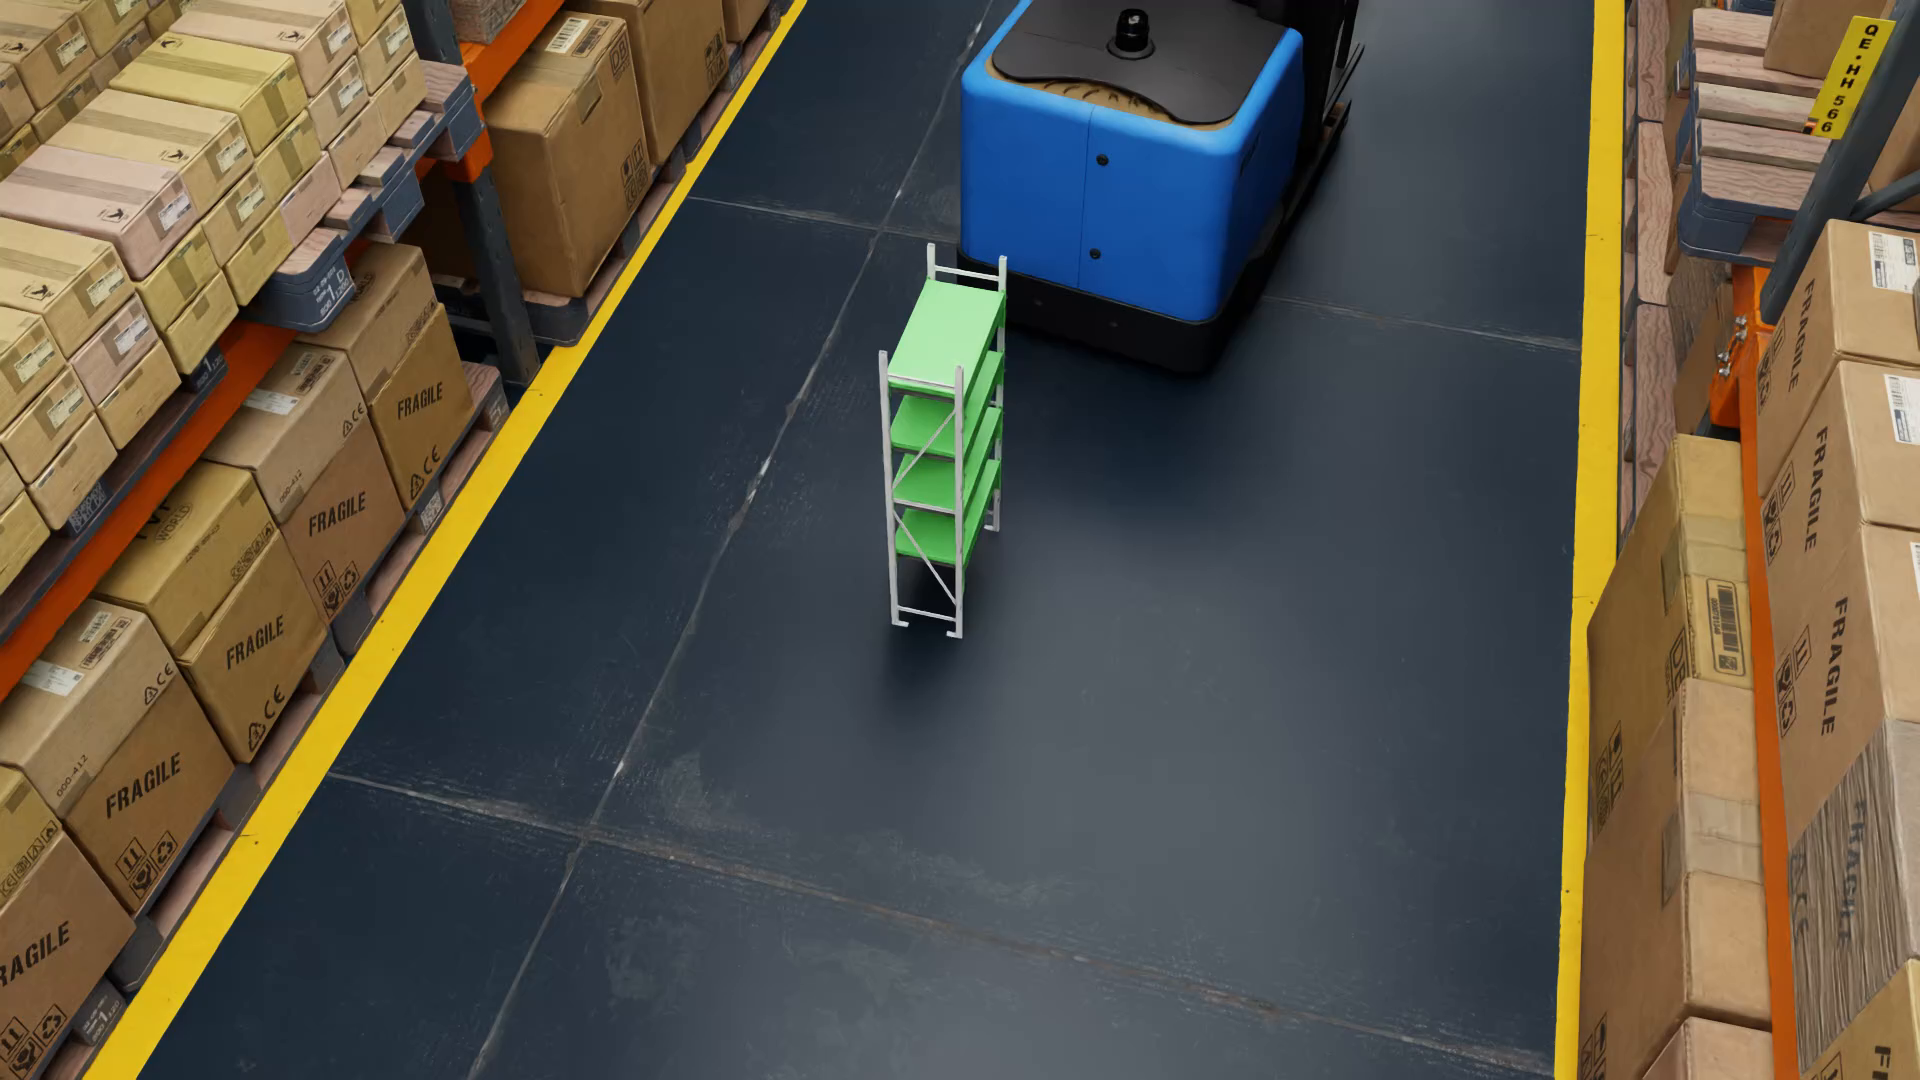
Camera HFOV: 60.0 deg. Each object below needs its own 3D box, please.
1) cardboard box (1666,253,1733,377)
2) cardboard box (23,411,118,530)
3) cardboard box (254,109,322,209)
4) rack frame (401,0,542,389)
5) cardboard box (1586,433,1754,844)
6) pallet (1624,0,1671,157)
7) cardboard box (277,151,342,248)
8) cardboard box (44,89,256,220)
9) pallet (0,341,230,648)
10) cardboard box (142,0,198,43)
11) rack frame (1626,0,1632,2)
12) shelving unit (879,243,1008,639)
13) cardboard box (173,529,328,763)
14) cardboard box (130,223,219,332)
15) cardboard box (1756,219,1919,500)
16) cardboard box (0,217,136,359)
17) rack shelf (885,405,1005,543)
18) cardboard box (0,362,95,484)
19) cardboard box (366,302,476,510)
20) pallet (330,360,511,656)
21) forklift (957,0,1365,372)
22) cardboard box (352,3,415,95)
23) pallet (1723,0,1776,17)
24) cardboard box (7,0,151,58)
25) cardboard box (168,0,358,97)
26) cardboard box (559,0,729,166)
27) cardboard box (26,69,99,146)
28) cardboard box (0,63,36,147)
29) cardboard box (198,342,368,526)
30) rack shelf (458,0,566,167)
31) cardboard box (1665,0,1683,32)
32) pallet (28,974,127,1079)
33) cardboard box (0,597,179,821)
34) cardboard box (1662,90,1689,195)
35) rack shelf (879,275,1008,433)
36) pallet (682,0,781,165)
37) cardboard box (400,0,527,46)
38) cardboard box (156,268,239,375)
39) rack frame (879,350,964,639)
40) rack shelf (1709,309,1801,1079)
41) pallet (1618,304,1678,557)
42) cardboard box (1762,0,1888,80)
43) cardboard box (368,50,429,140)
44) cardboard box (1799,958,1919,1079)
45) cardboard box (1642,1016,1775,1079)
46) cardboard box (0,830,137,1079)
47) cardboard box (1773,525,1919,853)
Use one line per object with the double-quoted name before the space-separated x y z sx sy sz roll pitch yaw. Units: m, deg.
"cardboard box" 2.960 -0.863 5.885 0.700 0.500 0.500 8 49 7
"cardboard box" -2.187 -0.188 3.803 0.380 0.149 0.250 10 49 8
"cardboard box" -1.916 -1.027 4.345 0.380 0.149 0.250 13 50 11
"rack frame" -2.090 -1.705 5.254 1.000 3.000 0.127 12 50 10
"cardboard box" 2.467 0.406 4.528 1.225 0.875 0.875 9 49 8
"pallet" 3.518 -2.060 7.427 1.003 0.211 1.213 12 50 10
"cardboard box" -1.910 -0.948 4.473 0.380 0.149 0.250 12 50 11
"cardboard box" -1.980 -0.948 4.077 0.380 0.149 0.250 13 50 11
"pallet" -2.571 -0.201 4.055 1.003 0.211 1.213 12 50 10
"cardboard box" -2.411 -1.549 4.806 0.380 0.149 0.250 14 50 12
"rack frame" 3.722 -3.546 6.879 1.000 3.000 0.127 12 50 10
"shelving unit" -0.044 -0.277 5.194 0.258 1.200 0.503 12 50 10
"cardboard box" -2.274 0.272 4.897 0.500 0.500 0.500 10 49 8
"cardboard box" -2.050 -0.667 4.027 0.380 0.149 0.250 11 50 10
"cardboard box" 2.278 -0.388 4.025 0.500 0.500 0.500 13 50 11
"cardboard box" -2.119 -0.577 3.750 0.380 0.149 0.250 14 50 12
"rack shelf" -0.044 -0.235 5.242 0.258 0.148 0.480 12 50 10
"cardboard box" -2.185 -0.291 3.696 0.380 0.149 0.250 11 49 9
"cardboard box" -2.011 -0.489 5.568 0.500 0.500 0.500 11 50 10
"pallet" -2.297 -0.217 5.801 1.003 0.211 1.213 12 50 10
"forklift" 1.057 -2.718 6.194 1.130 2.935 3.031 19 51 16
"cardboard box" -1.780 -1.412 4.684 0.380 0.149 0.250 12 50 11
"pallet" 3.150 -2.029 5.668 1.003 0.211 1.213 12 50 10
"cardboard box" -2.466 -1.466 4.534 0.380 0.149 0.250 10 49 9
"cardboard box" -1.845 -1.331 4.415 0.380 0.149 0.250 11 49 10
"cardboard box" -1.616 -2.155 6.872 1.050 0.750 0.750 12 50 11
"cardboard box" -2.547 -1.159 4.461 0.380 0.149 0.250 10 49 9
"cardboard box" -2.605 -1.098 4.209 0.380 0.149 0.250 10 49 8
"cardboard box" -2.139 -0.351 4.946 0.500 0.250 0.500 12 50 11
"rack shelf" -1.563 -2.913 6.800 1.077 0.370 4.000 12 50 10
"cardboard box" 3.539 -2.425 7.263 0.700 0.500 0.500 8 49 7
"pallet" -2.939 1.548 4.243 1.003 0.211 1.213 12 50 10
"cardboard box" -2.417 0.393 4.290 0.500 0.250 0.500 13 50 11
"cardboard box" 3.249 -1.679 6.605 0.700 0.500 0.500 8 49 7
"rack shelf" -0.044 -0.553 4.883 0.258 0.148 0.480 12 50 10
"pallet" -1.486 -2.217 7.566 1.003 0.211 1.213 12 50 10
"cardboard box" -1.711 -2.009 5.456 0.500 0.500 0.500 12 50 10
"cardboard box" -2.049 -0.573 4.143 0.380 0.149 0.250 10 49 8
"rack frame" -0.108 -0.101 5.039 0.240 1.200 0.015 12 50 10
"rack shelf" 2.142 1.032 3.318 1.077 0.370 4.000 12 50 10
"pallet" 2.876 -0.295 5.870 1.003 0.211 1.213 12 50 10
"cardboard box" 2.823 -1.647 4.856 0.700 0.500 0.500 18 51 16
"cardboard box" -1.776 -1.313 4.796 0.380 0.149 0.250 12 50 11
"cardboard box" 1.743 1.079 2.730 0.500 0.500 0.500 11 49 10
"cardboard box" 2.000 1.691 3.394 1.225 0.875 0.875 10 49 9
"cardboard box" -2.555 1.012 4.244 0.500 0.500 0.500 14 50 12
"cardboard box" 2.013 0.357 3.368 0.500 0.500 0.500 11 49 9
